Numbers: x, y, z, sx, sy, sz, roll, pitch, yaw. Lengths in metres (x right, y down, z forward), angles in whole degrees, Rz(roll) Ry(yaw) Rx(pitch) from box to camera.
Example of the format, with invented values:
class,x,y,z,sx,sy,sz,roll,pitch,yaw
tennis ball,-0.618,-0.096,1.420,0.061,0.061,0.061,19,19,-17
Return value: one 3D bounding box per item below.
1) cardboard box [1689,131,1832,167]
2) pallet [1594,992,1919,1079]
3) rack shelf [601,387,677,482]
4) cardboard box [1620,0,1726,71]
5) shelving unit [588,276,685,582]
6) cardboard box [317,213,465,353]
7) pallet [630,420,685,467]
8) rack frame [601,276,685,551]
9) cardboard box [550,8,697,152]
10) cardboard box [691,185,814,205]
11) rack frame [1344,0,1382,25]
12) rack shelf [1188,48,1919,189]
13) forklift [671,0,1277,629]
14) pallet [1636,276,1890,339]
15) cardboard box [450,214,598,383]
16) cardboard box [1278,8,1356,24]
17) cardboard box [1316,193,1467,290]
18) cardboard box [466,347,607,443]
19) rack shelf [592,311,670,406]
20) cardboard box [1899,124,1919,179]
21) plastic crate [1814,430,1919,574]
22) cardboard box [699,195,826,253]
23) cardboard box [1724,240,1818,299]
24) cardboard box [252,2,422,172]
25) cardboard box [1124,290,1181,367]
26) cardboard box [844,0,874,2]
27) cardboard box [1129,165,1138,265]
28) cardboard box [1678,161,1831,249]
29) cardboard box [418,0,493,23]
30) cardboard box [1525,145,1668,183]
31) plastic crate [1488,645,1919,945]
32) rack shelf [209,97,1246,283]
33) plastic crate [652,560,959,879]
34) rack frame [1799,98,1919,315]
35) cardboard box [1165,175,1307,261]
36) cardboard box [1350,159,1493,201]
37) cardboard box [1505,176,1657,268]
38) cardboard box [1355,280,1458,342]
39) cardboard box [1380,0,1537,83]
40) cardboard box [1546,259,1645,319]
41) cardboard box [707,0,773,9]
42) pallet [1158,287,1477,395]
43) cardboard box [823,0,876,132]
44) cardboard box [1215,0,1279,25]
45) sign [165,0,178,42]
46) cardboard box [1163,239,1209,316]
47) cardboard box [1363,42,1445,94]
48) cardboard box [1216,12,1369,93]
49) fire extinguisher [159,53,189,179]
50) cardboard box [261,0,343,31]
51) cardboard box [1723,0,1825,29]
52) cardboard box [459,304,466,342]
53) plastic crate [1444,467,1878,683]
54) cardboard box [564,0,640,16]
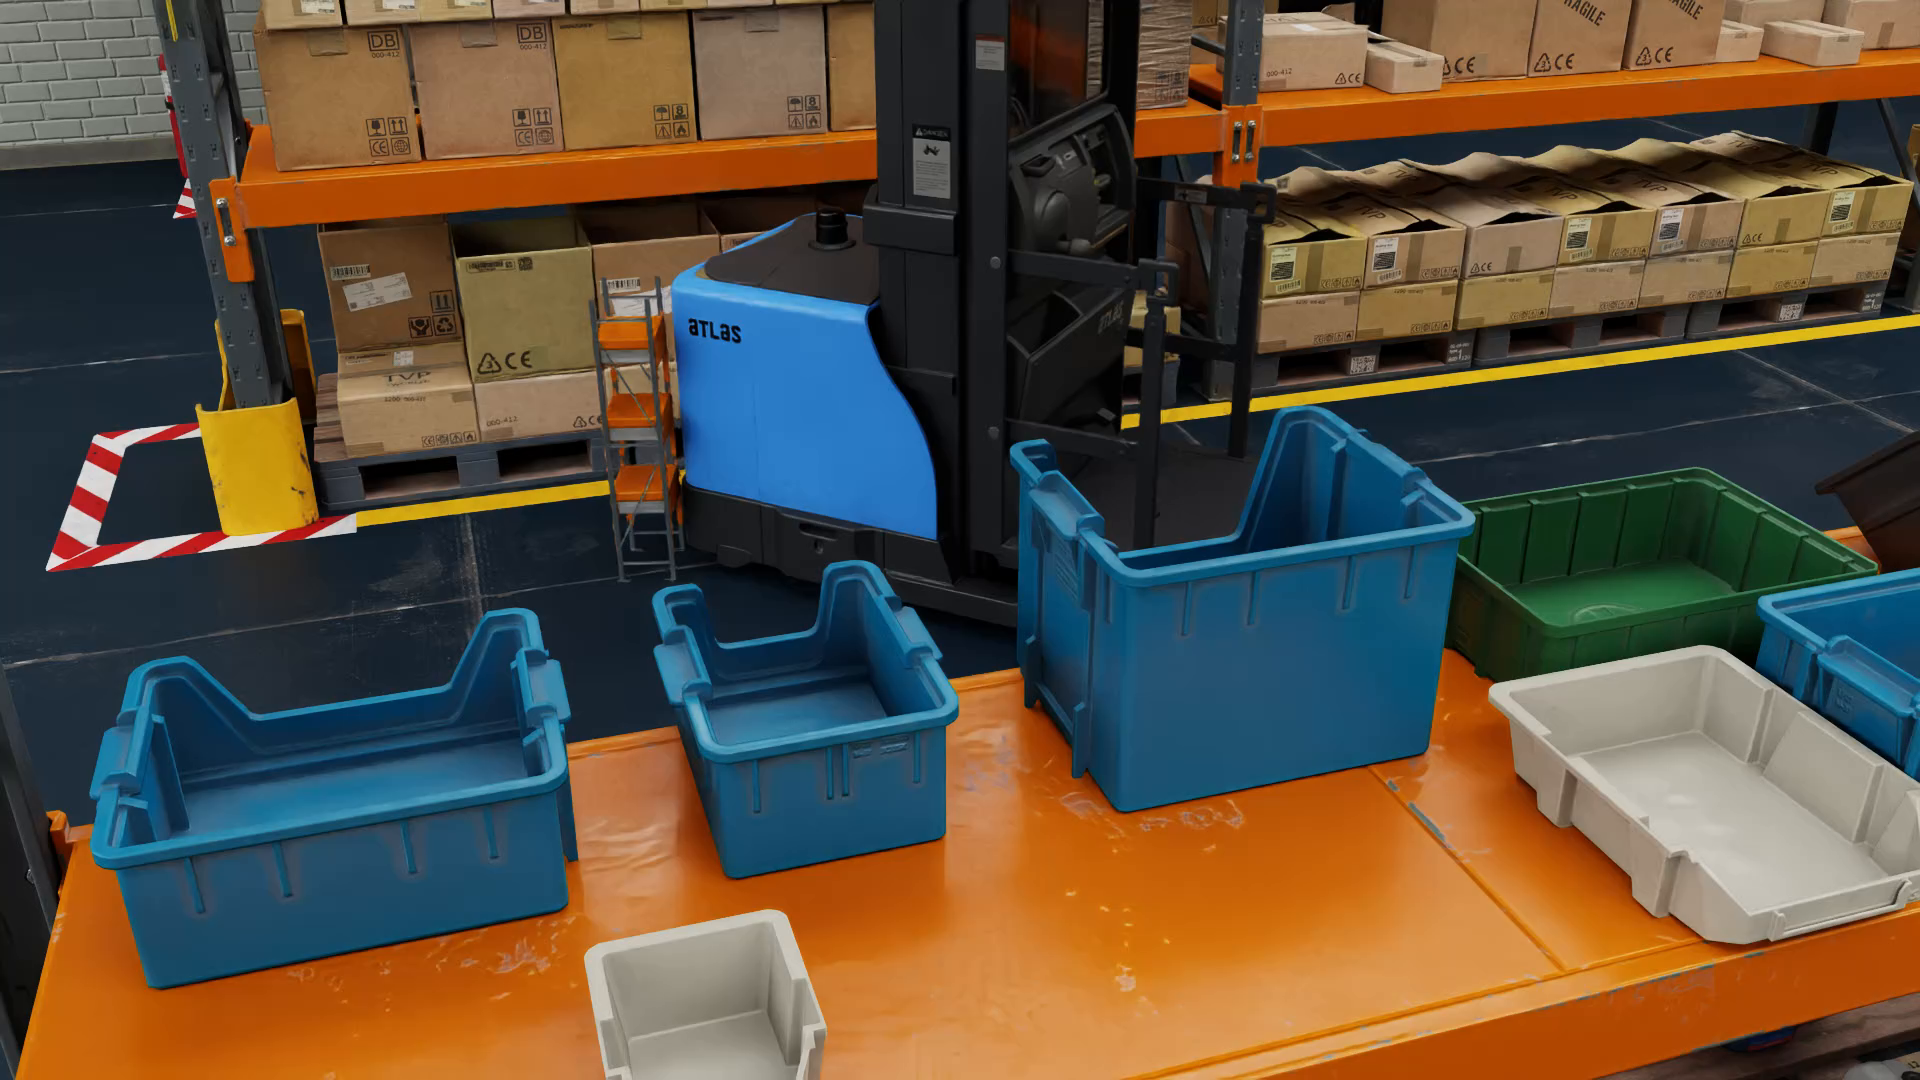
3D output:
class,x,y,z,sx,sy,sz,roll,pitch,yaw
cardboard box,4.242,-1.985,8.865,0.500,0.311,0.500,-7,27,-14
pallet,1.906,1.244,3.507,1.213,0.211,1.003,-8,28,-16
rack shelf,-1.123,-0.369,5.832,0.215,0.259,0.240,-1,27,-1
cardboard box,3.240,-2.533,7.866,0.500,0.500,0.500,-10,28,-19
shelving unit,-1.123,-0.378,5.827,0.215,1.050,0.252,-1,27,-1
cardboard box,-2.358,-1.116,6.902,0.500,0.500,0.500,-8,28,-16
pallet,-0.904,-0.665,7.351,1.213,0.211,1.003,-8,28,-16
rack frame,-1.125,-0.433,5.936,0.200,1.050,0.008,-1,27,-1
cardboard box,-1.356,-1.868,6.527,0.500,0.500,0.700,-8,28,-16
cardboard box,-0.936,-1.328,7.329,0.500,0.500,0.500,-8,28,-16
rack frame,3.293,-4.820,12.585,0.127,3.000,1.000,-8,28,-16
rack shelf,2.929,-2.128,7.972,4.000,0.370,1.077,-8,28,-16
forklift,0.553,-1.149,5.269,3.031,2.935,1.130,12,29,23
pallet,4.036,-1.380,8.792,1.213,0.211,1.003,-8,28,-16
cardboard box,-1.722,-0.966,6.599,0.500,0.500,0.500,-8,28,-16
cardboard box,2.625,-3.776,12.799,0.500,0.500,0.700,-8,27,-15
cardboard box,1.975,-1.401,7.688,0.500,0.311,0.500,-9,28,-17
cardboard box,-1.723,-0.631,6.767,0.500,0.250,0.500,-8,28,-16
rack shelf,-1.125,-0.622,5.705,0.215,0.259,0.240,-1,27,-1
cardboard box,5.647,-2.031,9.284,0.500,0.500,0.500,-7,27,-14
plastic crate,2.021,-0.034,3.015,0.504,0.338,0.767,-8,28,-16
cardboard box,-0.770,-1.102,6.872,0.500,0.500,0.500,-8,28,-16
cardboard box,3.917,-1.434,8.386,0.500,0.250,0.500,-9,28,-17
cardboard box,-2.328,-1.728,6.244,0.500,0.500,0.700,-8,28,-16
cardboard box,0.654,-0.975,7.461,0.500,0.250,0.500,-8,28,-16
cardboard box,-0.373,-2.208,6.482,0.250,0.149,0.380,-7,27,-15
cardboard box,0.489,-1.536,7.747,0.500,0.500,0.500,-8,28,-16
cardboard box,3.917,-1.683,8.256,0.500,0.311,0.500,-9,28,-17
cardboard box,-1.848,-1.994,6.051,0.250,0.149,0.380,-8,28,-16
cardboard box,3.259,-1.840,8.573,0.500,0.311,0.500,-9,28,-17
plastic crate,1.092,0.369,2.430,0.437,0.136,0.530,-8,28,-16
rack shelf,-0.874,-1.577,6.863,4.000,0.370,1.077,-8,28,-16
plastic crate,-0.243,0.255,2.530,0.408,0.251,0.499,-8,28,-16
rack frame,4.831,-2.726,8.367,0.127,3.000,1.000,-8,28,-16
cardboard box,1.324,-1.560,8.007,0.500,0.311,0.500,-8,28,-16
cardboard box,2.292,-1.702,8.293,0.500,0.311,0.500,-8,28,-16
cardboard box,2.959,-1.546,7.981,0.500,0.311,0.500,-7,27,-15
cardboard box,1.974,-1.152,7.817,0.500,0.250,0.500,-8,27,-15
cardboard box,2.264,-2.391,7.581,0.500,0.500,0.500,-6,27,-12
cardboard box,2.950,-1.294,8.103,0.500,0.250,0.500,-8,27,-15
cardboard box,-0.874,-2.134,6.333,0.250,0.149,0.380,-8,27,-16
pallet,1.716,-1.044,8.115,1.213,0.211,1.003,-8,28,-16
cardboard box,-0.370,-2.013,6.819,0.500,0.500,0.700,-8,27,-15
cardboard box,2.063,-4.060,12.527,0.500,0.250,0.500,-8,27,-15
sign,-2.610,-1.812,5.464,0.005,0.325,0.100,-8,28,-16
cardboard box,1.332,-1.311,8.138,0.500,0.250,0.500,-9,28,-17
cardboard box,1.933,-2.098,7.385,0.250,0.149,0.380,-8,28,-16
cardboard box,1.482,-2.194,7.465,0.500,0.250,0.500,-7,27,-13
fire extinguisher,-3.032,-1.770,6.528,0.183,0.674,0.296,-8,28,-16
cardboard box,-2.336,-1.922,5.907,0.250,0.149,0.380,-8,28,-16
cardboard box,3.920,-2.645,8.304,0.500,0.311,0.500,-9,28,-17
cardboard box,-1.886,-0.853,7.215,0.500,0.250,0.500,-8,28,-16
plastic crate,1.180,0.082,2.949,0.662,0.188,0.450,-8,28,-16
cardboard box,-1.355,-2.065,6.195,0.250,0.149,0.380,-9,28,-18
